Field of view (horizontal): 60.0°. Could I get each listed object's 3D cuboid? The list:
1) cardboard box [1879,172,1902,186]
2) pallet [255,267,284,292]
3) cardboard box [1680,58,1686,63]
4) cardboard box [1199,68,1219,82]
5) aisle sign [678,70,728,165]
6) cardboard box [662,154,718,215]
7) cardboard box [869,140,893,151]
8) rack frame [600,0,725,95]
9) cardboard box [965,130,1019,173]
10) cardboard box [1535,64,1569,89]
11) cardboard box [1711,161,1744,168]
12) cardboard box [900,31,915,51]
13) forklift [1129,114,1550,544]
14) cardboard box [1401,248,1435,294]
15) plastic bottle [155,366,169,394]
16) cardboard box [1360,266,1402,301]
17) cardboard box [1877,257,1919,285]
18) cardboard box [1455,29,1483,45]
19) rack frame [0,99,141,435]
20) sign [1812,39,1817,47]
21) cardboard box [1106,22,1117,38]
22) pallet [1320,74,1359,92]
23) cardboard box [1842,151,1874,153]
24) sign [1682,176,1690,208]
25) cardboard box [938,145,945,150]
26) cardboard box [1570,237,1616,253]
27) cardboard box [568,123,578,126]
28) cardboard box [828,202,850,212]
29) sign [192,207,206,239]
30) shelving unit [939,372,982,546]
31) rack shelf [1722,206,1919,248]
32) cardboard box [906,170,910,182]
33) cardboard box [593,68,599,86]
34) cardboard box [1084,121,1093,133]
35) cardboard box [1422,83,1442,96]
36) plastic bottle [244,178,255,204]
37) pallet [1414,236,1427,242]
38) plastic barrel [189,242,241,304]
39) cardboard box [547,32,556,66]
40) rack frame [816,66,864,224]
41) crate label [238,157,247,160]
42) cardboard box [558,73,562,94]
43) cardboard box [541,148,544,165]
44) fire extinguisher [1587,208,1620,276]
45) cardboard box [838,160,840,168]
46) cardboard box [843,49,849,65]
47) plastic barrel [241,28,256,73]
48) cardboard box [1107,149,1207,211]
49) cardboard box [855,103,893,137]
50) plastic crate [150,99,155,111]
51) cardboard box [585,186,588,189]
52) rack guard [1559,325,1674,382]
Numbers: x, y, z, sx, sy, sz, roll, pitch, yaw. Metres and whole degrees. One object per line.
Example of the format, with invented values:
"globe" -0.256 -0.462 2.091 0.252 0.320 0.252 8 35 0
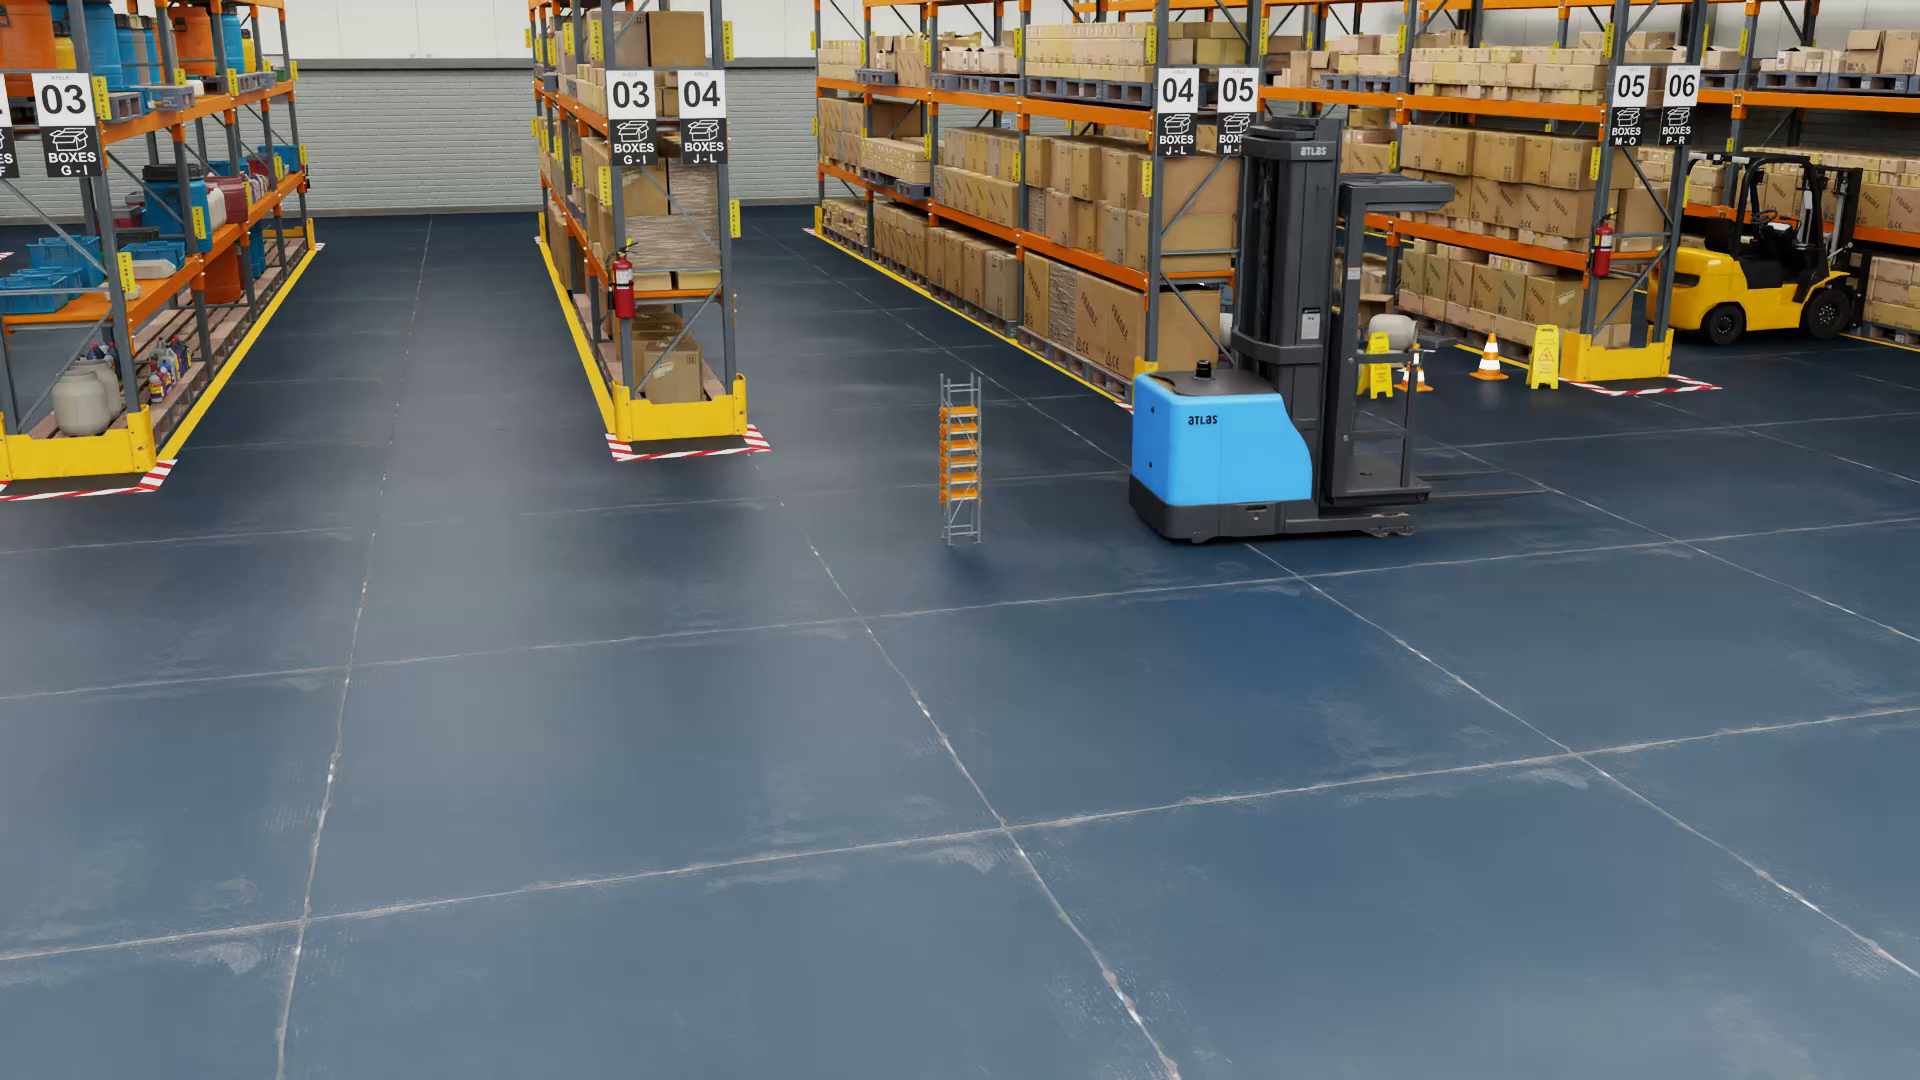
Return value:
"cardboard box" 11.130 -4.276 19.673 0.380 0.149 0.250 -5 18 -17
"pallet" -10.406 -3.758 24.096 1.003 0.211 1.213 -5 17 -15
"cardboard box" 10.089 -6.511 22.734 0.380 0.149 0.250 -5 17 -15
"cardboard box" 2.493 -4.432 15.812 0.380 0.149 0.250 -5 17 -15
"aisle sign" -2.212 -3.634 14.318 0.394 0.787 0.004 -5 17 -15
"cardboard box" -2.407 -3.226 15.047 0.500 0.500 0.500 -5 17 -15
"cardboard box" -1.203 -6.139 25.847 0.380 0.149 0.250 -5 17 -15
"rack frame" -2.518 -5.256 13.807 1.000 3.000 0.127 -5 17 -15
"cardboard box" 0.477 -5.080 21.738 0.700 0.500 0.500 -5 17 -16
"cardboard box" 6.487 -4.934 17.693 0.500 0.250 0.500 -5 17 -16
"cardboard box" 10.375 -5.101 22.420 0.380 0.149 0.250 -4 17 -13
"cardboard box" -0.654 -7.256 24.176 0.396 0.266 0.258 -5 17 -15
"forklift" 2.849 -1.568 12.077 3.031 2.935 1.130 -3 17 -10
"cardboard box" 5.814 -3.331 20.575 0.500 0.500 0.500 -4 17 -13
"plastic bottle" -7.573 -1.516 15.763 0.097 0.271 0.097 0 17 0
"cardboard box" 5.765 -3.360 21.762 0.950 0.372 0.625 -4 17 -15
"cardboard box" 11.210 -3.166 19.590 0.500 0.250 0.500 -4 17 -14
"cardboard box" 8.739 -8.635 28.567 0.396 0.266 0.258 -5 17 -15
"rack frame" -7.280 -1.991 13.366 1.000 3.000 0.127 -5 17 -15
"sign" 11.216 -6.432 21.902 0.100 0.325 0.005 -5 17 -15
"cardboard box" 1.650 -4.972 16.223 0.380 0.149 0.250 -4 17 -14
"pallet" 5.556 -6.085 22.108 1.213 0.211 1.003 -5 17 -15
"cardboard box" 11.357 -4.820 20.966 0.380 0.149 0.250 -5 17 -16
"sign" 7.532 -3.624 17.297 0.100 0.325 0.005 -5 17 -15
"cardboard box" -0.148 -5.759 24.582 0.380 0.149 0.250 -4 17 -13
"cardboard box" 6.702 -3.132 17.602 0.380 0.149 0.250 -4 17 -13
"cardboard box" -5.269 -5.693 23.772 0.797 0.503 0.637 -4 17 -13
"cardboard box" -2.163 -5.975 29.820 0.380 0.149 0.250 -5 17 -15
"sign" -7.847 -3.270 17.145 0.100 0.325 0.005 -5 17 -15
"shelving unit" 0.004 -0.571 11.766 0.258 1.200 0.189 -5 17 -15
"rack shelf" 11.232 -3.768 20.533 1.077 0.370 4.000 -5 17 -15
"cardboard box" -0.564 -5.209 23.787 0.380 0.149 0.250 -5 17 -15
"cardboard box" -3.125 -4.206 15.095 0.380 0.149 0.250 -5 17 -15
"cardboard box" 2.620 -7.821 30.863 0.500 0.500 0.500 -5 17 -17
"cardboard box" 5.777 -5.406 19.958 0.380 0.149 0.250 -5 17 -15
"plastic bottle" -9.708 -4.754 22.649 0.144 0.351 0.185 -5 17 -15
"pallet" 8.744 -5.321 29.300 1.003 0.211 1.213 -5 17 -15
"plastic barrel" -9.630 -3.500 21.431 0.600 0.830 0.708 -5 17 -15
"cardboard box" -6.089 -7.647 25.904 0.700 0.500 0.500 -6 18 -19
"rack frame" -2.118 -7.173 30.616 1.000 3.000 0.127 -5 17 -15
"crate label" -11.926 -6.271 27.801 0.416 0.233 0.303 -5 17 -15
"cardboard box" -4.832 -5.810 21.127 0.500 0.250 0.500 -4 17 -14
"cardboard box" -6.759 -6.442 27.929 0.500 0.250 0.500 -5 18 -17
"fire extinguisher" 6.599 -3.061 17.063 0.296 0.674 0.183 -5 17 -15
"cardboard box" -1.918 -6.583 29.089 0.380 0.149 0.250 -5 17 -16
"cardboard box" -1.670 -8.067 27.770 0.500 0.250 0.500 -4 17 -13
"plastic barrel" -10.132 -6.802 23.111 0.600 0.588 0.600 0 17 0
"cardboard box" 1.974 -3.586 16.540 0.875 0.550 0.550 -5 17 -15
"cardboard box" -1.408 -6.844 27.093 0.500 0.500 0.500 -5 18 -17
"plastic crate" -7.550 -3.996 15.285 0.243 0.136 0.396 -5 17 -15
"cardboard box" -3.553 -3.550 17.866 0.875 0.500 0.500 -5 17 -15
"rack guard" 6.990 -1.990 17.708 1.175 0.500 0.348 -5 17 -15
